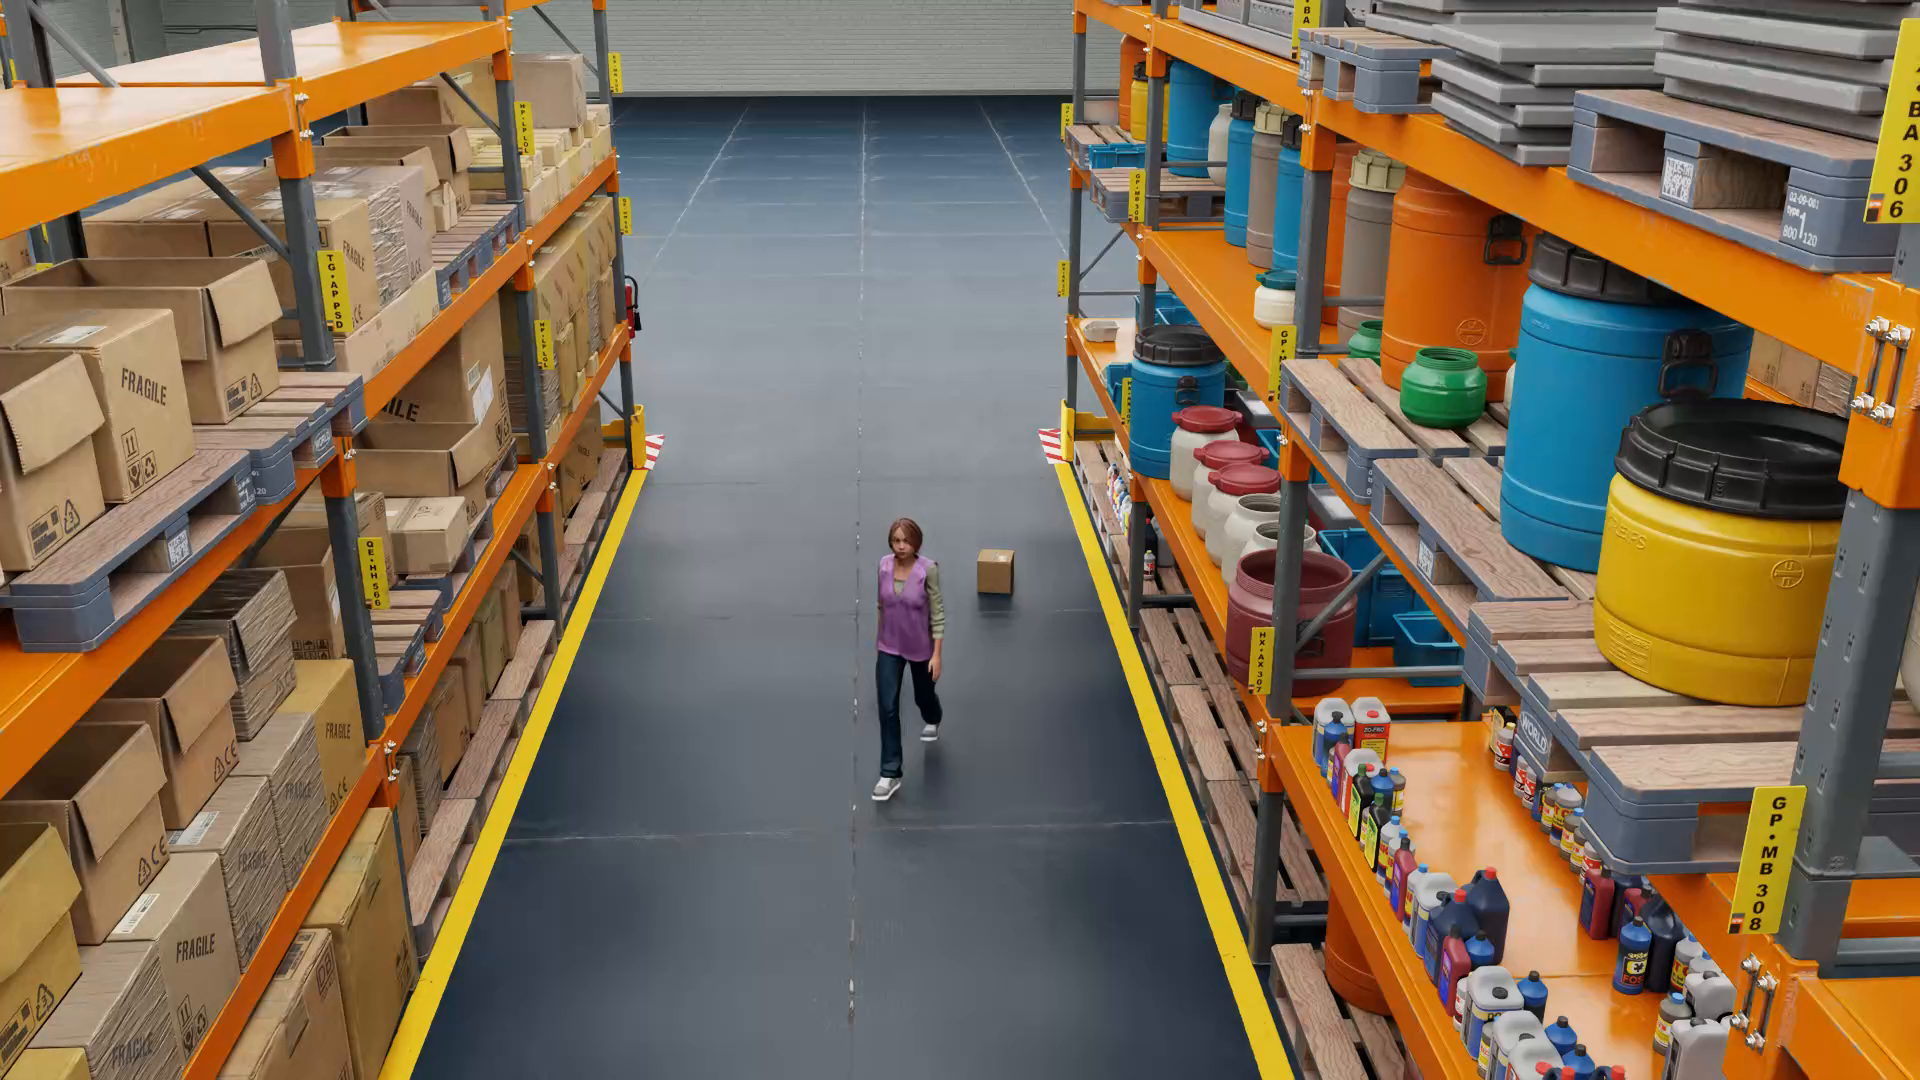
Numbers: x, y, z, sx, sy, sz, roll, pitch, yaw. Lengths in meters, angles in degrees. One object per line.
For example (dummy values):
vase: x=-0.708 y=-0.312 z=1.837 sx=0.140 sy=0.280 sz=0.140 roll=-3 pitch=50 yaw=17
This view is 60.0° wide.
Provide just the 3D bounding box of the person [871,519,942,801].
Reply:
person: x=-0.297 y=0.622 z=9.421 sx=0.424 sy=1.560 sz=0.838 roll=5 pitch=21 yaw=13
